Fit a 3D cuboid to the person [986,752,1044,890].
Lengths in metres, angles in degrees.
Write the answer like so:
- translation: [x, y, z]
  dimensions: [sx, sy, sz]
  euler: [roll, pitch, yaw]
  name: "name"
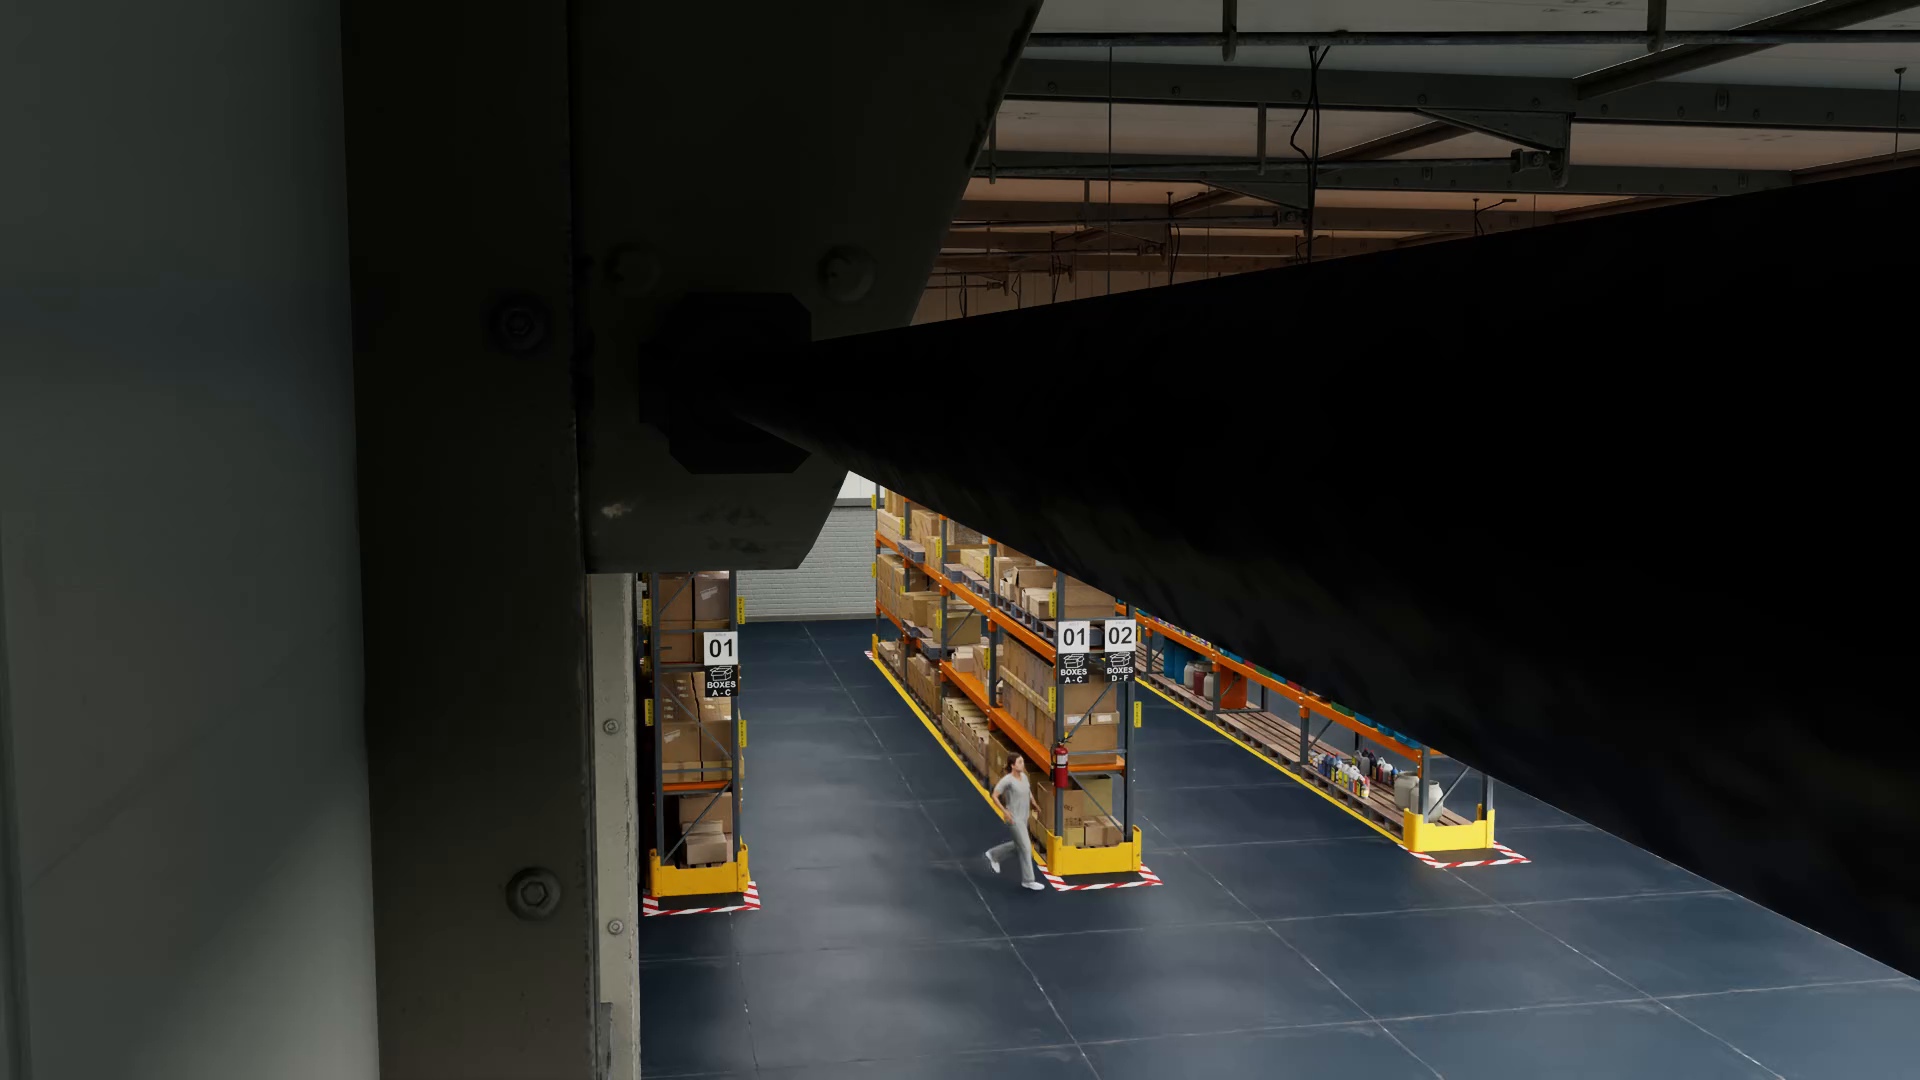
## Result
- translation: [0.655, 3.410, 20.380]
  dimensions: [0.893, 1.651, 0.591]
  euler: [4, 7, 36]
  name: "person"
